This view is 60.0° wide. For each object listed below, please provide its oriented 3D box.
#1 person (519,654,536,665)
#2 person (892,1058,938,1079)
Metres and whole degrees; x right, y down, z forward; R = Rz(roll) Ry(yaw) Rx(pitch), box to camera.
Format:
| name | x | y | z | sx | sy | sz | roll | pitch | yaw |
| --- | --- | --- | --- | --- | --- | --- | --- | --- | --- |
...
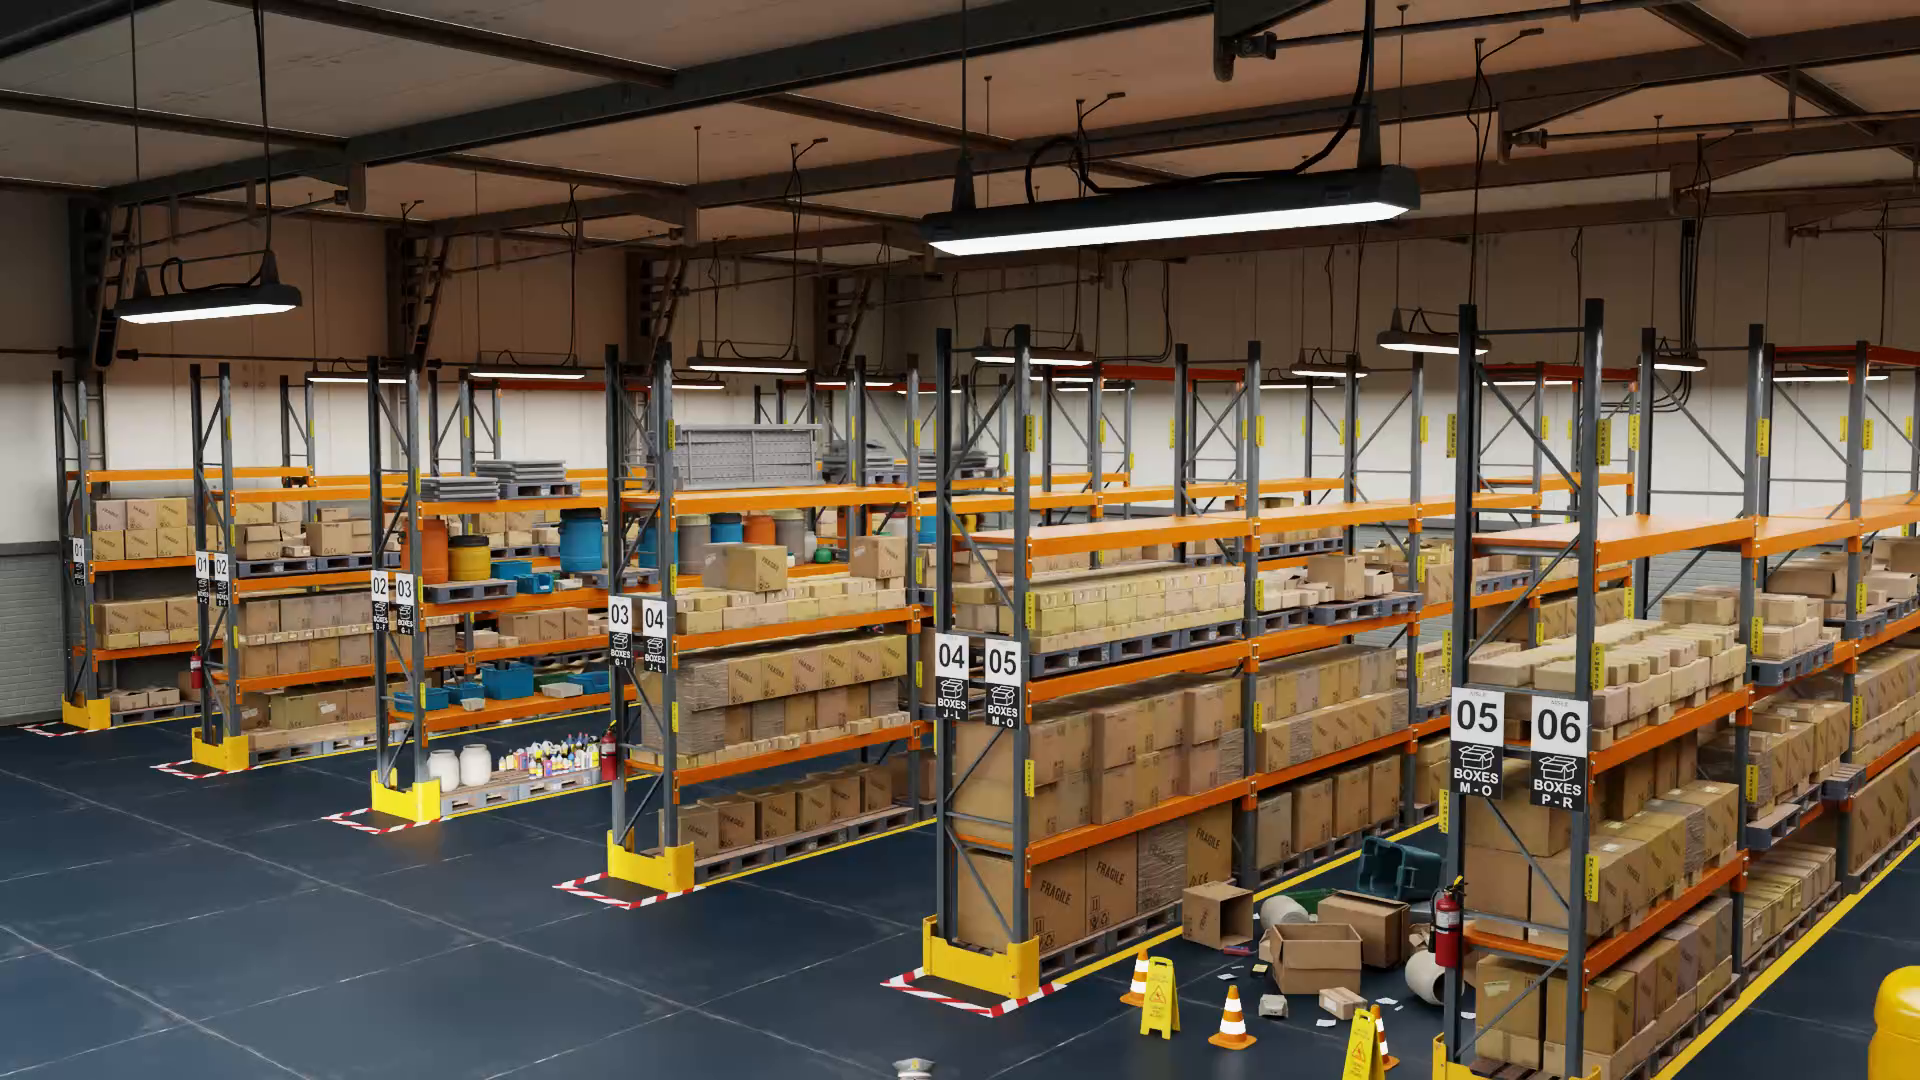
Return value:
| name | x | y | z | sx | sy | sz | roll | pitch | yaw |
| --- | --- | --- | --- | --- | --- | --- | --- | --- | --- |
| person | -8.033 | 2.164 | 30.785 | 0.529 | 1.554 | 0.549 | 3 | 5 | 39 |
| person | -0.249 | 3.638 | 8.977 | 0.676 | 1.746 | 0.885 | 0 | 4 | -1 |
